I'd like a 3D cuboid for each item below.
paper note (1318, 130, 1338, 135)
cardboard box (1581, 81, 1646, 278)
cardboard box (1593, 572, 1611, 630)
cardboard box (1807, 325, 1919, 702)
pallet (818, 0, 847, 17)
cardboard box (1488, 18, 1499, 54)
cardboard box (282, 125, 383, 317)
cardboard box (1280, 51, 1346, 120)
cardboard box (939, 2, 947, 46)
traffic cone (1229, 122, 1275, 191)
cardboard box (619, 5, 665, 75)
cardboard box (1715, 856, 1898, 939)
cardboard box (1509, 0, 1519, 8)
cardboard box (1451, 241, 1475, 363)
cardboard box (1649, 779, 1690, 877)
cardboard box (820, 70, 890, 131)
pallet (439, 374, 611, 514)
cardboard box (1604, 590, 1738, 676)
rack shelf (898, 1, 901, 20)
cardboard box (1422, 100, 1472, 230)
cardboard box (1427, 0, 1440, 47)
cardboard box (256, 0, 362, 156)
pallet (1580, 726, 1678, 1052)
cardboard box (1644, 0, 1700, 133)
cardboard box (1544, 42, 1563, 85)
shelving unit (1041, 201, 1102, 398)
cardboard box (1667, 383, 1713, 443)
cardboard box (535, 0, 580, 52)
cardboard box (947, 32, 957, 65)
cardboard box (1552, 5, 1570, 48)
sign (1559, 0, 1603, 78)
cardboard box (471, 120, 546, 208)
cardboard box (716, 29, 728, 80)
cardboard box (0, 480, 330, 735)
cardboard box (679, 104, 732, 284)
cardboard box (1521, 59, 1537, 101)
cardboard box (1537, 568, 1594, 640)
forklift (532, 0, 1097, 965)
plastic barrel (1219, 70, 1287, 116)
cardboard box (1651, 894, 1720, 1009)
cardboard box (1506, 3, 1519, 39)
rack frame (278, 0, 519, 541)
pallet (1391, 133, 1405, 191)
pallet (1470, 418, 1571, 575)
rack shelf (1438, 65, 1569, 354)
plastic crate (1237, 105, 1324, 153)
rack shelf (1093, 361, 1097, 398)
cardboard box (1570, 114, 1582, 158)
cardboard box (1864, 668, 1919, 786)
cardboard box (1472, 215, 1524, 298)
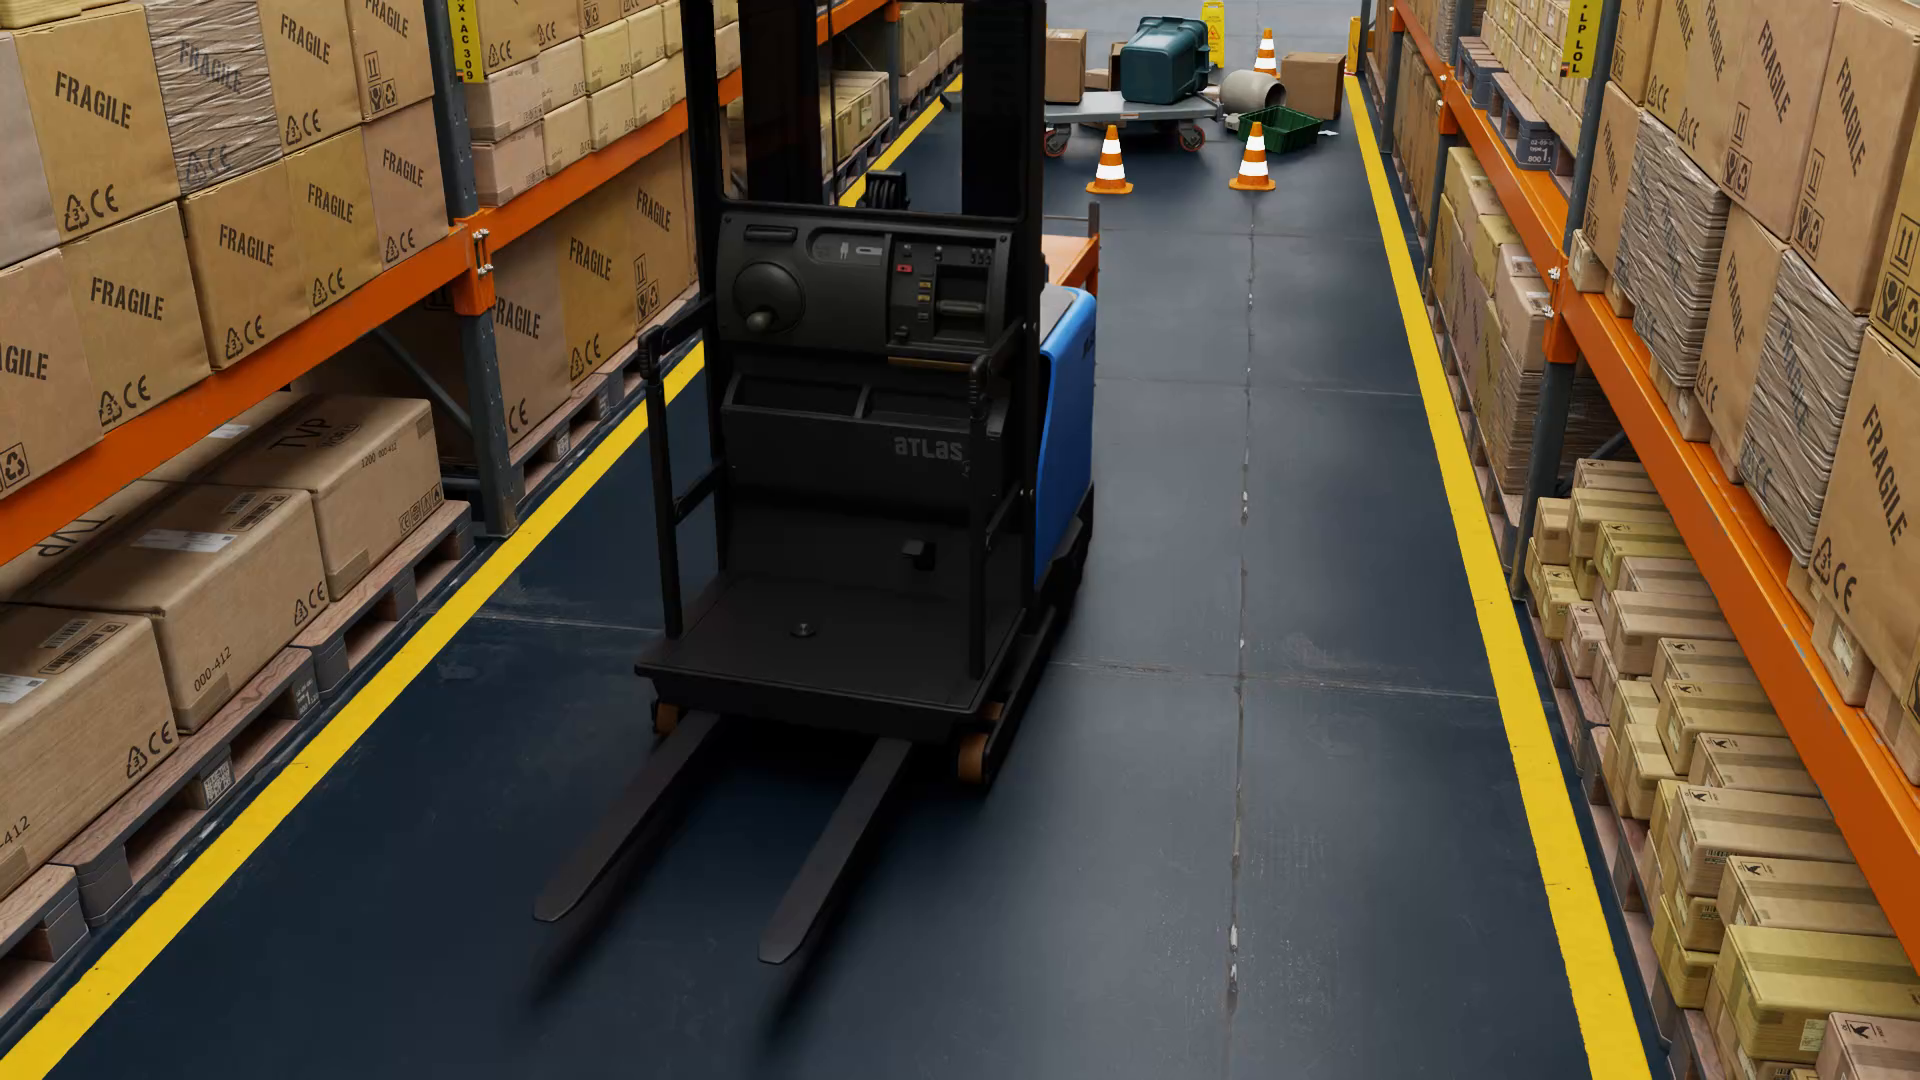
[{"bbox_3d":[3.105,-3.460,14.105,0.147,0.020,0.142,-14,29,-27],"label":"paper note"},{"bbox_3d":[2.251,-1.105,5.103,0.500,0.500,0.500,4,25,8],"label":"cardboard box"},{"bbox_3d":[2.249,0.198,5.306,0.380,0.149,0.250,4,25,8],"label":"cardboard box"},{"bbox_3d":[1.836,-0.042,2.833,0.500,0.500,0.500,4,25,8],"label":"cardboard box"},{"bbox_3d":[-1.383,-3.832,11.625,1.003,0.211,1.213,4,25,9],"label":"pallet"},{"bbox_3d":[2.918,-2.578,8.521,0.380,0.149,0.250,5,26,11],"label":"cardboard box"},{"bbox_3d":[-2.222,-1.033,5.301,0.500,0.500,0.500,3,25,7],"label":"cardboard box"},{"bbox_3d":[3.129,-4.050,14.809,0.500,0.500,0.500,8,26,18],"label":"cardboard box"},{"bbox_3d":[-0.403,-4.936,15.621,0.500,0.500,0.500,3,25,7],"label":"cardboard box"},{"bbox_3d":[2.179,-2.855,12.304,0.336,0.463,0.334,4,25,9],"label":"traffic cone"},{"bbox_3d":[-1.722,-2.379,7.881,0.500,0.250,0.500,3,25,7],"label":"cardboard box"},{"bbox_3d":[1.883,0.829,3.607,0.380,0.149,0.250,3,25,6],"label":"cardboard box"},{"bbox_3d":[2.838,-2.628,7.925,0.380,0.149,0.250,3,25,6],"label":"cardboard box"},{"bbox_3d":[2.709,-1.142,8.104,0.500,0.500,0.500,3,25,7],"label":"cardboard box"},{"bbox_3d":[1.947,0.743,4.140,0.380,0.149,0.250,5,26,11],"label":"cardboard box"},{"bbox_3d":[-1.095,-3.542,13.382,0.950,0.372,0.625,4,25,9],"label":"cardboard box"},{"bbox_3d":[-2.268,-0.480,7.527,1.003,0.211,1.213,4,25,9],"label":"pallet"},{"bbox_3d":[2.081,0.279,4.782,0.380,0.149,0.250,5,25,10],"label":"cardboard box"},{"bbox_3d":[-0.685,-5.272,15.323,1.077,0.370,4.000,4,25,9],"label":"rack shelf"},{"bbox_3d":[3.423,-2.207,10.085,1.050,0.750,0.750,4,25,8],"label":"cardboard box"},{"bbox_3d":[3.126,-3.248,10.033,0.500,0.500,0.500,4,25,9],"label":"cardboard box"},{"bbox_3d":[-2.215,-1.485,5.087,0.500,0.500,0.500,4,25,8],"label":"cardboard box"},{"bbox_3d":[2.309,0.944,4.485,1.003,0.211,1.213,4,25,9],"label":"pallet"},{"bbox_3d":[2.197,-1.358,4.464,0.500,0.500,0.500,3,25,7],"label":"cardboard box"},{"bbox_3d":[2.620,-1.943,6.813,0.380,0.149,0.250,3,25,6],"label":"cardboard box"},{"bbox_3d":[0.231,-0.777,7.083,0.538,1.125,1.048,7,26,14],"label":"shelving unit"},{"bbox_3d":[2.044,-0.351,4.257,0.380,0.149,0.250,5,26,11],"label":"cardboard box"},{"bbox_3d":[-1.908,-2.292,6.811,0.500,0.500,0.500,4,25,8],"label":"cardboard box"},{"bbox_3d":[-0.317,-4.806,16.227,0.500,0.250,0.500,4,25,9],"label":"cardboard box"},{"bbox_3d":[2.627,-2.074,6.743,0.380,0.149,0.250,3,25,7],"label":"cardboard box"},{"bbox_3d":[2.033,-1.676,5.426,0.100,0.325,0.005,4,25,9],"label":"sign"},{"bbox_3d":[-1.987,-1.513,6.621,0.500,0.250,0.500,3,25,7],"label":"cardboard box"},{"bbox_3d":[-1.560,-2.576,8.892,0.500,0.250,0.500,4,25,9],"label":"cardboard box"},{"bbox_3d":[-2.674,0.185,5.344,0.875,0.438,0.875,3,25,7],"label":"cardboard box"},{"bbox_3d":[-1.860,-2.033,9.566,0.875,0.875,0.875,4,25,8],"label":"cardboard box"},{"bbox_3d":[2.704,-2.027,7.344,0.380,0.149,0.250,3,25,7],"label":"cardboard box"},{"bbox_3d":[2.161,0.228,5.592,0.380,0.149,0.250,5,26,10],"label":"cardboard box"},{"bbox_3d":[-0.357,-0.755,4.905,1.130,2.935,3.031,7,26,14],"label":"forklift"},{"bbox_3d":[2.560,-3.874,14.528,0.421,0.421,0.512,-20,32,-36],"label":"plastic barrel"},{"bbox_3d":[1.885,0.991,3.963,0.380,0.149,0.250,3,25,6],"label":"cardboard box"},{"bbox_3d":[2.834,-2.479,7.959,0.380,0.149,0.250,4,25,9],"label":"cardboard box"},{"bbox_3d":[-2.319,-1.415,6.235,1.000,3.000,0.127,4,25,9],"label":"rack frame"},{"bbox_3d":[3.836,-2.869,12.631,1.003,0.211,1.213,4,25,9],"label":"pallet"},{"bbox_3d":[2.706,-0.177,6.880,1.003,0.211,1.213,4,25,9],"label":"pallet"},{"bbox_3d":[2.907,-1.625,7.532,1.077,0.370,4.000,4,25,9],"label":"rack shelf"},{"bbox_3d":[2.624,-3.376,13.674,0.450,0.188,0.662,29,36,30],"label":"plastic crate"},{"bbox_3d":[0.231,-0.555,7.186,0.538,0.278,1.000,7,26,14],"label":"rack shelf"},{"bbox_3d":[2.492,-1.479,6.173,0.380,0.149,0.250,4,25,9],"label":"cardboard box"},{"bbox_3d":[1.805,0.309,2.848,0.380,0.149,0.250,4,25,8],"label":"cardboard box"},{"bbox_3d":[2.622,-1.277,7.509,0.500,0.250,0.500,3,25,6],"label":"cardboard box"}]
